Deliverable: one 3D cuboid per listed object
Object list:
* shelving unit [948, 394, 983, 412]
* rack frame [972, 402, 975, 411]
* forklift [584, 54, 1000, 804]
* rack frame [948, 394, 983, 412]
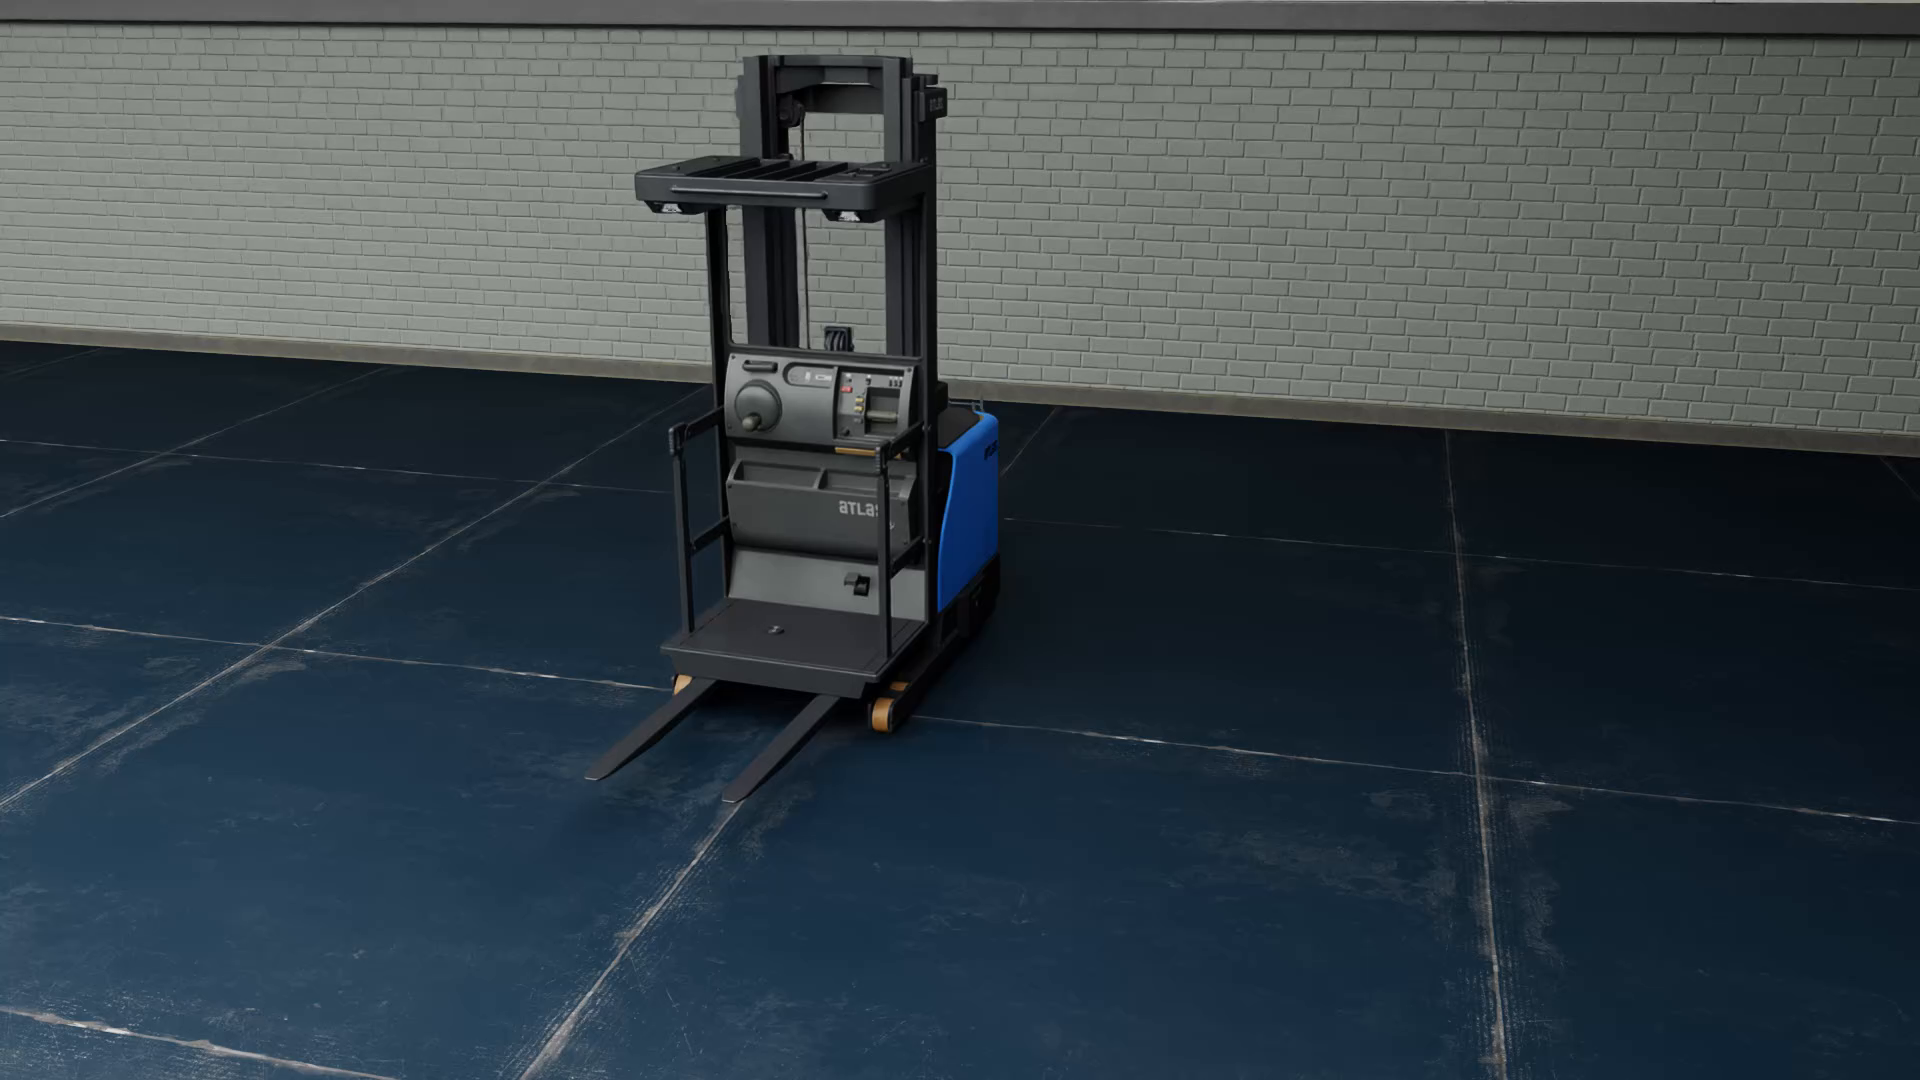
[{"bbox_3d":[-0.002,-0.423,10.035,0.258,0.900,0.210,5,19,13],"label":"shelving unit"},{"bbox_3d":[-0.027,-0.391,9.941,0.240,0.900,0.006,5,19,13],"label":"rack frame"},{"bbox_3d":[-0.724,-0.648,7.551,1.130,2.935,3.031,6,20,17],"label":"forklift"},{"bbox_3d":[0.023,-0.455,10.128,0.240,0.900,0.006,5,19,13],"label":"rack frame"}]
